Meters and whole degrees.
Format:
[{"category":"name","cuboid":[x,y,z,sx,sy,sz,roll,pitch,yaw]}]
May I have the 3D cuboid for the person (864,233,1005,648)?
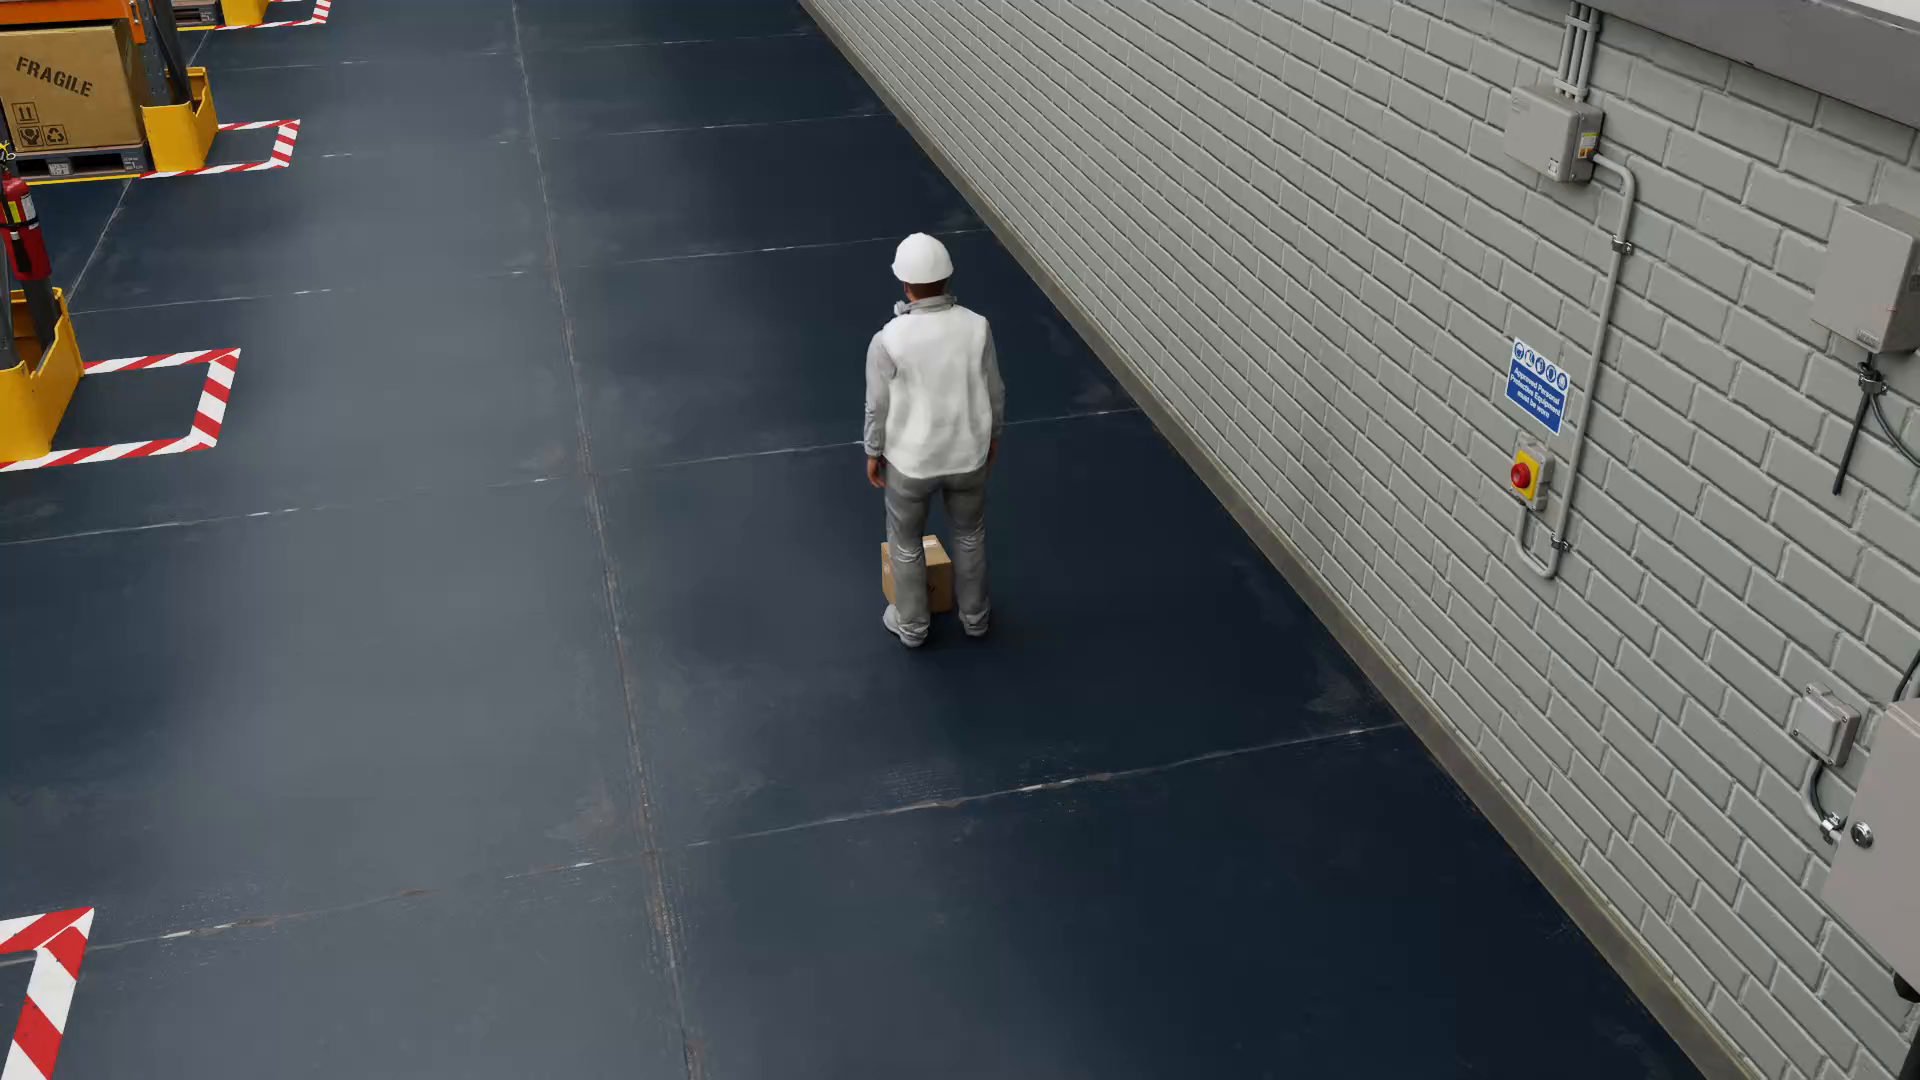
[{"category":"person","cuboid":[-0.107,-0.371,6.748,0.580,1.767,0.461,-9,31,-15]}]
